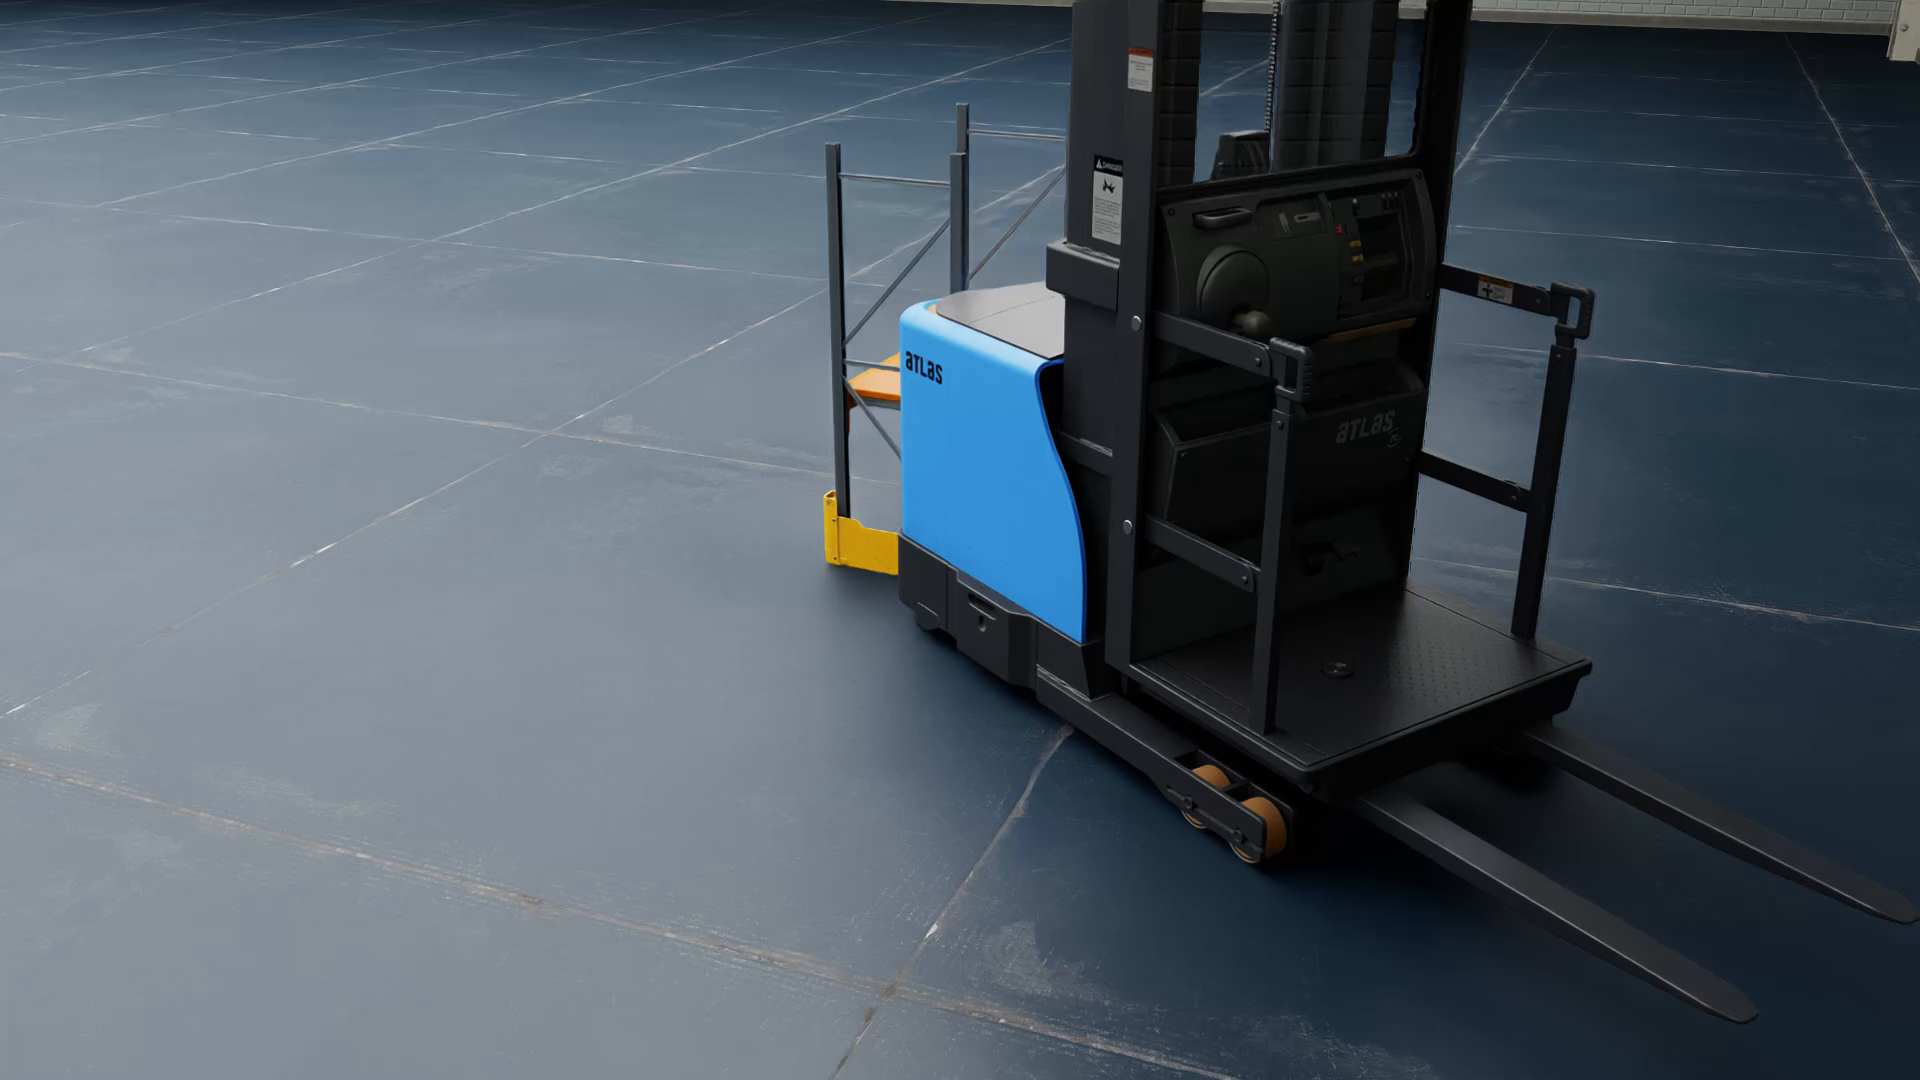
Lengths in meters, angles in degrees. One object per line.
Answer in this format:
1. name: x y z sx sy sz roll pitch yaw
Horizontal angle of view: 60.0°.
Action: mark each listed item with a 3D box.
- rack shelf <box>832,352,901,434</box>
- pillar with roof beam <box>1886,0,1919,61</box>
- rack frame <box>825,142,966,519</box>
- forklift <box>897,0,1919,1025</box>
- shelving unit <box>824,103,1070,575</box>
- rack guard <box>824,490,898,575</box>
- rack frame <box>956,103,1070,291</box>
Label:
1. rack shelf: 0.001 -0.593 6.190 0.538 0.185 1.000 10 25 23
2. pillar with roof beam: 7.529 -10.655 20.084 9.100 9.000 0.400 9 24 20
3. rack frame: -0.214 -0.581 5.696 0.500 1.500 0.032 10 25 23
4. forklift: 1.022 -0.732 4.201 1.130 2.935 3.031 -14 27 -30
5. shelving unit: -0.002 -0.756 6.113 0.587 1.500 1.083 10 25 23
6. rack guard: -0.214 -0.005 5.938 0.587 0.250 0.087 10 25 23
7. rack frame: 0.217 -0.936 6.546 0.500 1.500 0.032 10 25 23
